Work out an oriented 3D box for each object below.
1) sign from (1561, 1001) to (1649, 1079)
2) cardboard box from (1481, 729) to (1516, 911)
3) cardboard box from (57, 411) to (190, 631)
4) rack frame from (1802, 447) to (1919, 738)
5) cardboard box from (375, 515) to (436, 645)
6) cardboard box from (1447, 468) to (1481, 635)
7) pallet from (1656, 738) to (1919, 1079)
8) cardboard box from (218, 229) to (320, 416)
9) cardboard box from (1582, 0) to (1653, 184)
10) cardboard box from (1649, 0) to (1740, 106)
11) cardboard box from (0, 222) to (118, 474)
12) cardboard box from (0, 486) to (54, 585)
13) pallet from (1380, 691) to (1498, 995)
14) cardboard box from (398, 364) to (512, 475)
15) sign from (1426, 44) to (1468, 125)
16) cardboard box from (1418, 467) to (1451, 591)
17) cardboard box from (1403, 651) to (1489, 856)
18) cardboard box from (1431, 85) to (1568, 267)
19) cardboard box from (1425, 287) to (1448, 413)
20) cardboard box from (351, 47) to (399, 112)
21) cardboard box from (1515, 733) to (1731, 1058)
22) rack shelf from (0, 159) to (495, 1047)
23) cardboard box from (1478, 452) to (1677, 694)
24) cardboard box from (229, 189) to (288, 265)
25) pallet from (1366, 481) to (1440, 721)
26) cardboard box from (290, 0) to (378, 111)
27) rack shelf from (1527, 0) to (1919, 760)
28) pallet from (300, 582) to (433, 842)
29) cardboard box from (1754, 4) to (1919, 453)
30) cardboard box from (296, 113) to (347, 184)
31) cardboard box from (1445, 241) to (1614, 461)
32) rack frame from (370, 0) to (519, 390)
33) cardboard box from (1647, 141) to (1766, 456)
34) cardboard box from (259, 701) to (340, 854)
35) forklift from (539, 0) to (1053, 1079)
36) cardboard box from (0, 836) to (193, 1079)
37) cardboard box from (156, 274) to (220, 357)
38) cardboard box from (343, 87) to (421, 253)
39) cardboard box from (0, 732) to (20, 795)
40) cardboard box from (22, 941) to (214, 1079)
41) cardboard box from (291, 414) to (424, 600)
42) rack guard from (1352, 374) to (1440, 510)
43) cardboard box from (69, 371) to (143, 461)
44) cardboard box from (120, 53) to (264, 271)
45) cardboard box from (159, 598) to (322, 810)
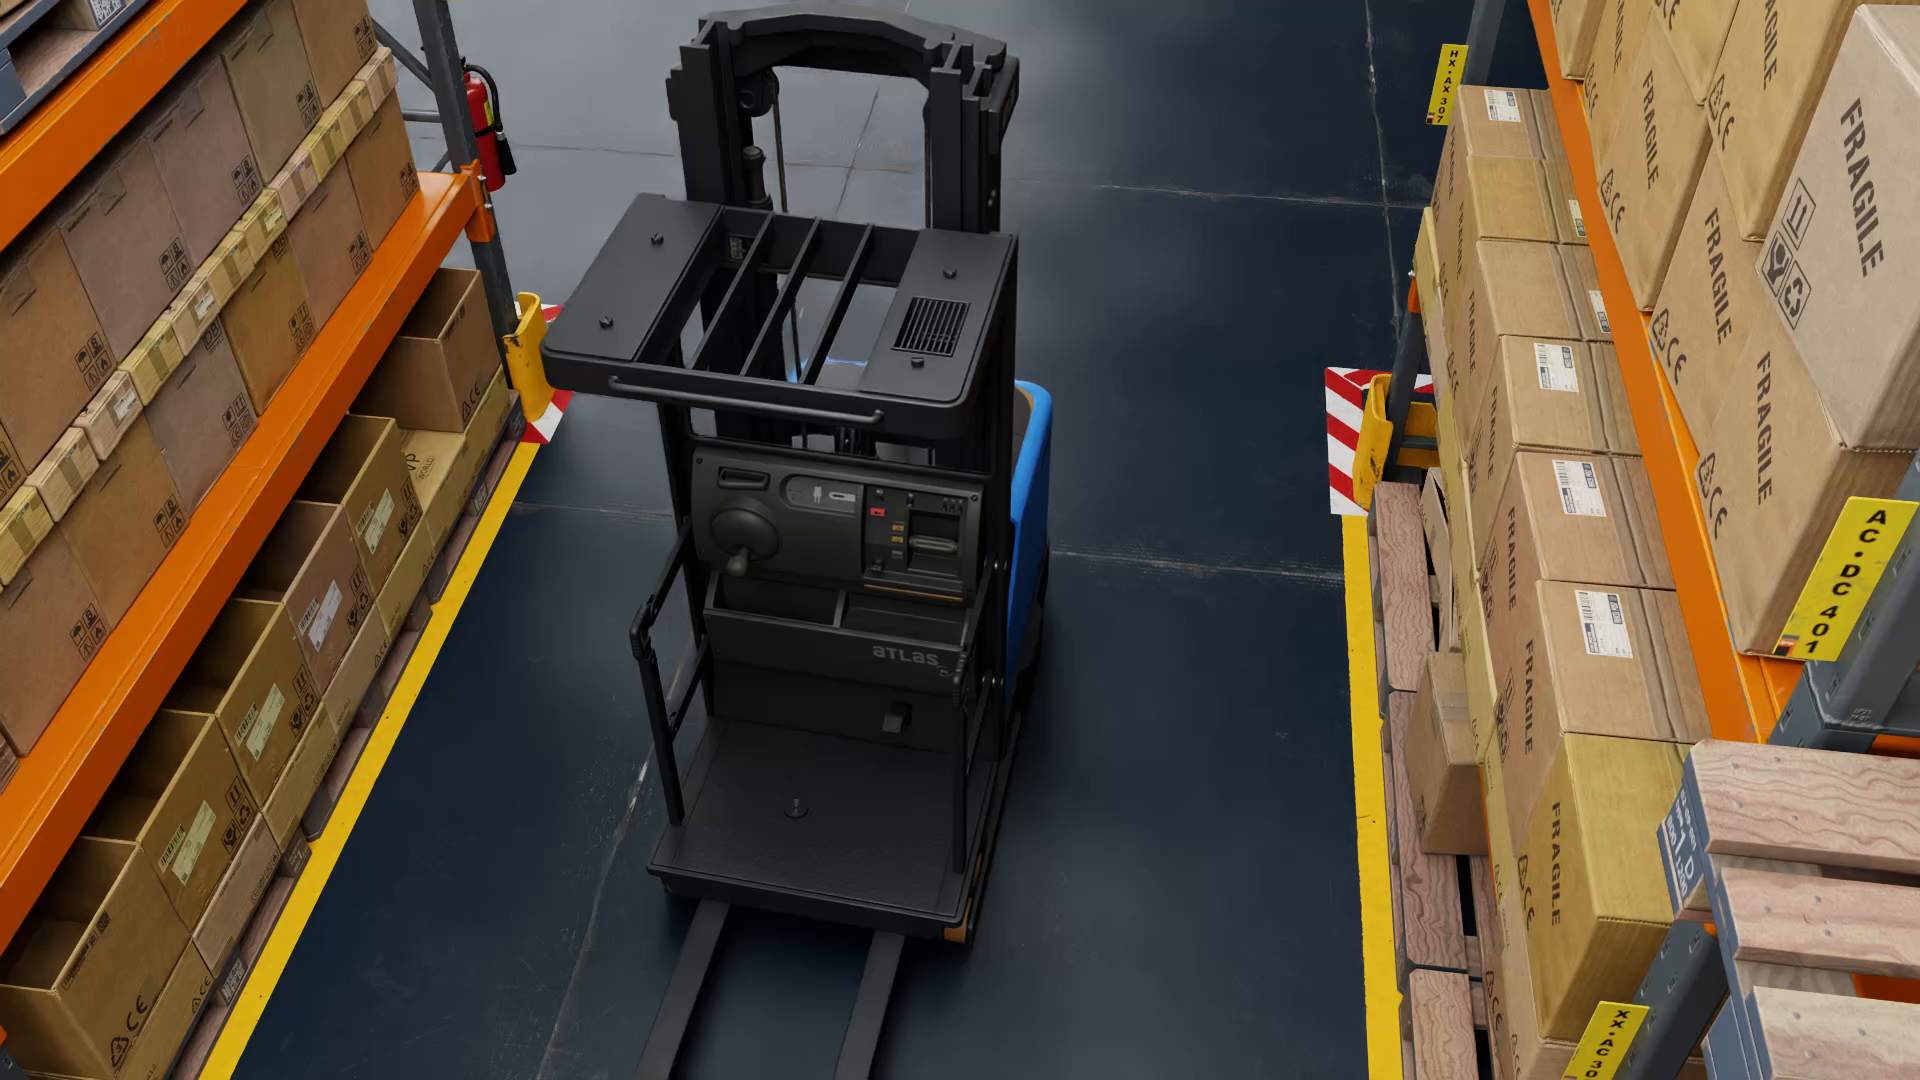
[{"bbox_3d":[1.300,1.025,3.356,0.100,0.325,0.005,5,44,6],"label":"sign"},{"bbox_3d":[1.675,0.742,4.379,0.500,0.250,0.500,5,44,6],"label":"cardboard box"},{"bbox_3d":[-2.886,-0.105,5.106,0.700,0.500,0.500,6,44,6],"label":"cardboard box"},{"bbox_3d":[1.839,-0.795,1.544,1.000,3.000,0.127,5,44,6],"label":"rack frame"},{"bbox_3d":[-2.439,0.131,6.624,0.500,0.250,0.500,5,44,6],"label":"cardboard box"},{"bbox_3d":[1.792,0.055,5.105,0.500,0.250,0.500,6,44,6],"label":"cardboard box"},{"bbox_3d":[1.652,0.774,2.206,1.213,0.211,1.003,5,44,6],"label":"pallet"},{"bbox_3d":[-2.753,-0.813,5.854,0.700,0.500,0.500,6,44,6],"label":"cardboard box"},{"bbox_3d":[1.855,-1.186,4.052,0.500,0.500,0.500,8,44,8],"label":"cardboard box"},{"bbox_3d":[1.757,-1.209,3.350,0.500,0.500,0.500,4,44,4],"label":"cardboard box"},{"bbox_3d":[-2.887,-0.560,4.644,0.700,0.500,0.500,5,44,5],"label":"cardboard box"},{"bbox_3d":[-2.745,-0.027,4.553,0.380,0.149,0.250,5,44,5],"label":"cardboard box"},{"bbox_3d":[2.052,1.102,5.933,1.003,0.211,1.213,5,44,6],"label":"pallet"},{"bbox_3d":[-2.321,-0.552,7.345,0.500,0.250,0.500,5,44,6],"label":"cardboard box"},{"bbox_3d":[1.830,-1.706,6.240,0.100,0.325,0.005,5,44,6],"label":"sign"},{"bbox_3d":[2.187,-0.062,6.770,0.500,0.311,0.500,1,43,1],"label":"cardboard box"},{"bbox_3d":[1.965,0.753,5.771,0.700,0.500,0.500,3,44,3],"label":"cardboard box"},{"bbox_3d":[2.007,-1.269,5.958,0.500,0.500,0.500,5,44,6],"label":"cardboard box"},{"bbox_3d":[1.934,-0.636,5.835,0.500,0.250,0.500,4,44,4],"label":"cardboard box"},{"bbox_3d":[-2.404,-1.784,6.408,0.380,0.149,0.250,5,44,5],"label":"cardboard box"},{"bbox_3d":[1.595,0.808,3.764,0.500,0.500,0.500,5,44,5],"label":"cardboard box"},{"bbox_3d":[-2.807,-0.166,5.767,1.077,0.370,4.000,5,44,6],"label":"rack shelf"},{"bbox_3d":[1.733,0.125,4.485,0.500,0.500,0.500,4,44,4],"label":"cardboard box"},{"bbox_3d":[-2.541,-1.081,5.666,0.380,0.149,0.250,6,44,7],"label":"cardboard box"},{"bbox_3d":[2.216,0.273,6.809,1.003,0.211,1.213,5,44,6],"label":"pallet"},{"bbox_3d":[-2.624,-1.944,6.106,0.700,0.500,0.500,5,44,6],"label":"cardboard box"},{"bbox_3d":[2.104,-0.807,4.262,1.077,0.370,4.000,5,44,6],"label":"rack shelf"},{"bbox_3d":[-2.766,0.577,6.487,1.003,0.211,1.213,5,44,6],"label":"pallet"},{"bbox_3d":[1.637,-0.478,2.577,0.500,0.500,0.500,2,43,2],"label":"cardboard box"},{"bbox_3d":[-2.471,-1.431,6.036,0.380,0.149,0.250,5,44,5],"label":"cardboard box"},{"bbox_3d":[1.857,-0.582,5.232,0.500,0.500,0.500,4,44,4],"label":"cardboard box"},{"bbox_3d":[-2.543,-1.790,6.959,1.000,3.000,0.127,5,44,6],"label":"rack frame"},{"bbox_3d":[1.740,-0.459,3.284,0.500,0.500,0.500,2,43,2],"label":"cardboard box"},{"bbox_3d":[-2.567,0.813,5.904,0.500,0.250,0.500,5,44,6],"label":"cardboard box"},{"bbox_3d":[-0.433,0.047,5.068,1.130,2.935,3.031,8,44,8],"label":"forklift"},{"bbox_3d":[-2.700,1.222,4.927,0.500,0.500,0.500,5,44,6],"label":"cardboard box"},{"bbox_3d":[-2.607,-0.727,5.291,0.380,0.149,0.250,5,44,5],"label":"cardboard box"},{"bbox_3d":[-2.617,-1.509,6.590,0.700,0.500,0.500,5,44,6],"label":"cardboard box"},{"bbox_3d":[-3.019,0.597,4.365,0.700,0.500,0.500,4,44,4],"label":"cardboard box"},{"bbox_3d":[-2.710,1.494,5.185,0.500,0.250,0.500,5,44,6],"label":"cardboard box"},{"bbox_3d":[-2.436,-0.141,6.366,0.500,0.500,0.500,5,44,6],"label":"cardboard box"},{"bbox_3d":[2.358,-0.383,7.291,1.175,0.500,0.348,5,44,6],"label":"rack guard"},{"bbox_3d":[-2.678,-0.380,4.925,0.380,0.149,0.250,4,44,4],"label":"cardboard box"},{"bbox_3d":[-2.754,-1.242,5.364,0.700,0.500,0.500,5,44,6],"label":"cardboard box"},{"bbox_3d":[-2.568,0.541,5.646,0.500,0.500,0.500,5,44,6],"label":"cardboard box"}]
